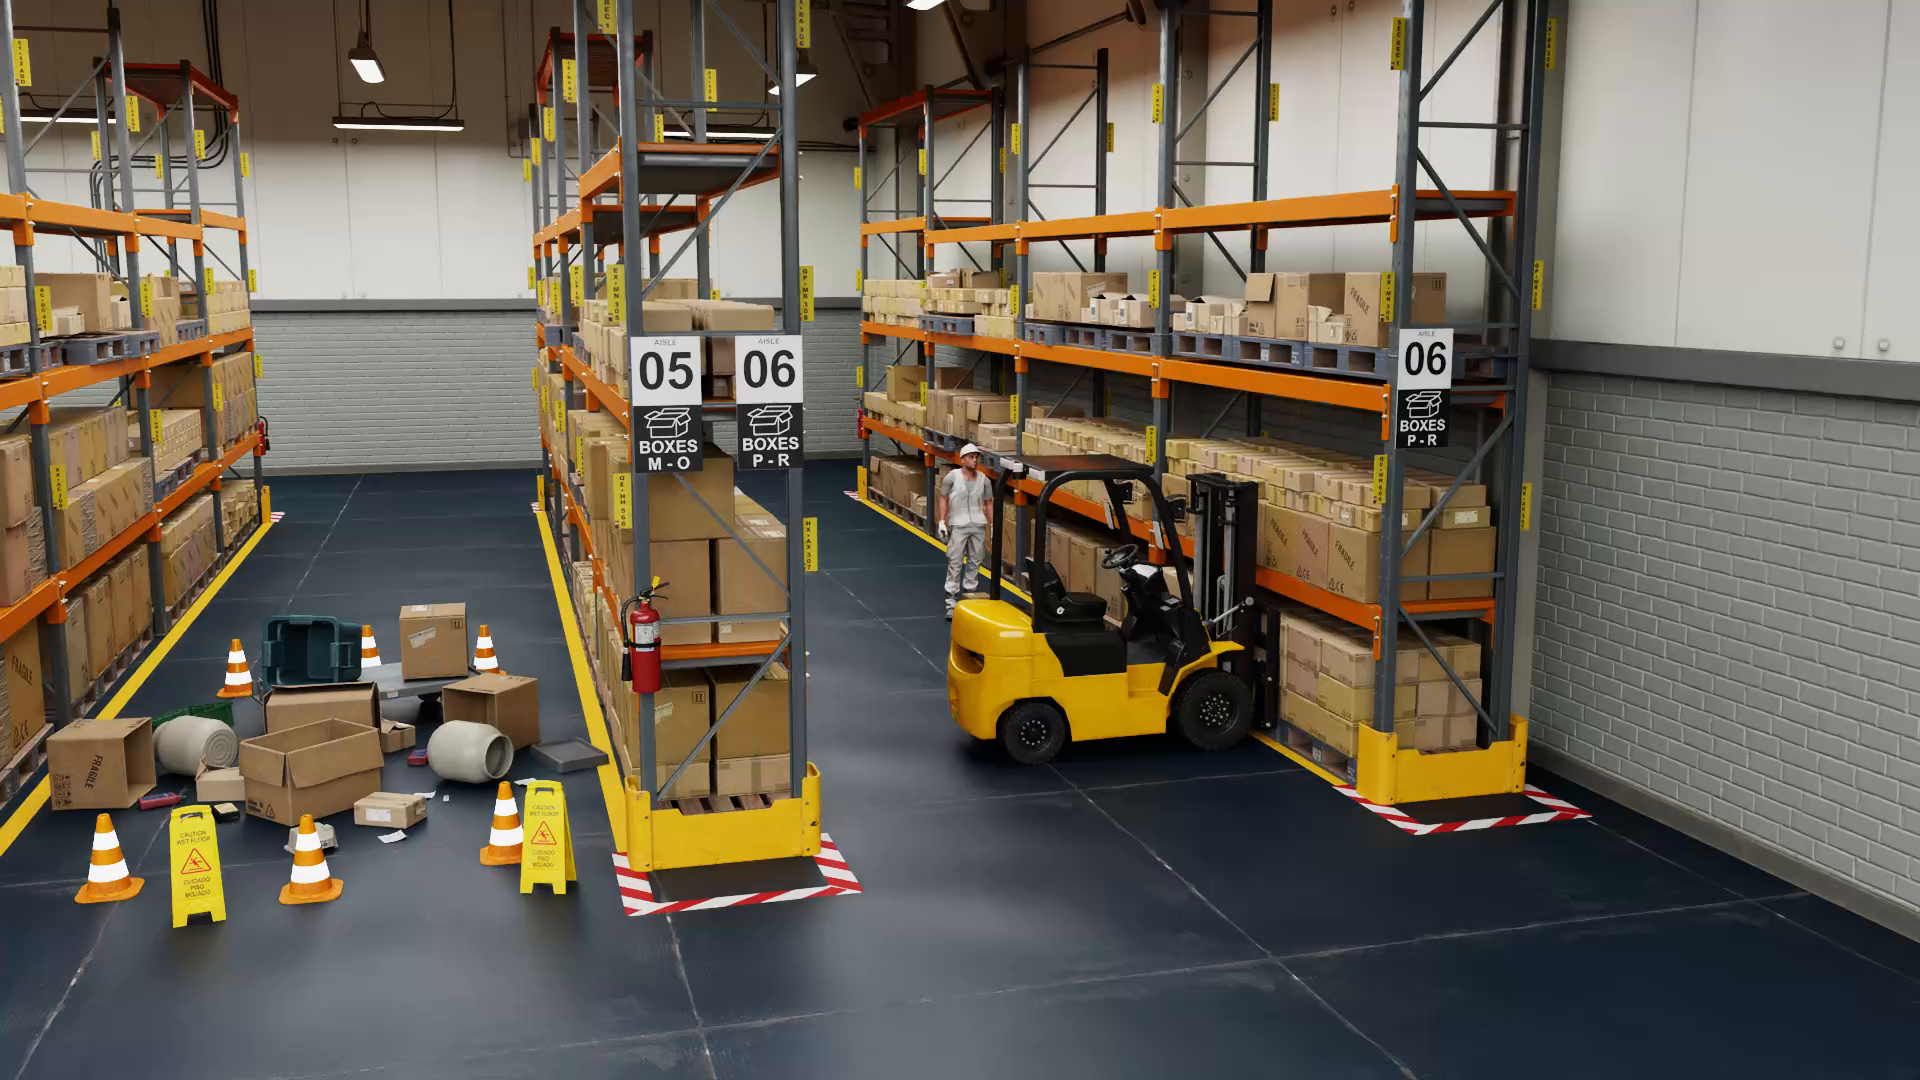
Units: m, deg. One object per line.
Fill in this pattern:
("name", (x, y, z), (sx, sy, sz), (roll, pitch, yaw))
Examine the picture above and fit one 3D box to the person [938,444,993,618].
("person", (0.093, -0.101, 17.359), (0.638, 1.789, 0.563), (-3, 10, -16))
